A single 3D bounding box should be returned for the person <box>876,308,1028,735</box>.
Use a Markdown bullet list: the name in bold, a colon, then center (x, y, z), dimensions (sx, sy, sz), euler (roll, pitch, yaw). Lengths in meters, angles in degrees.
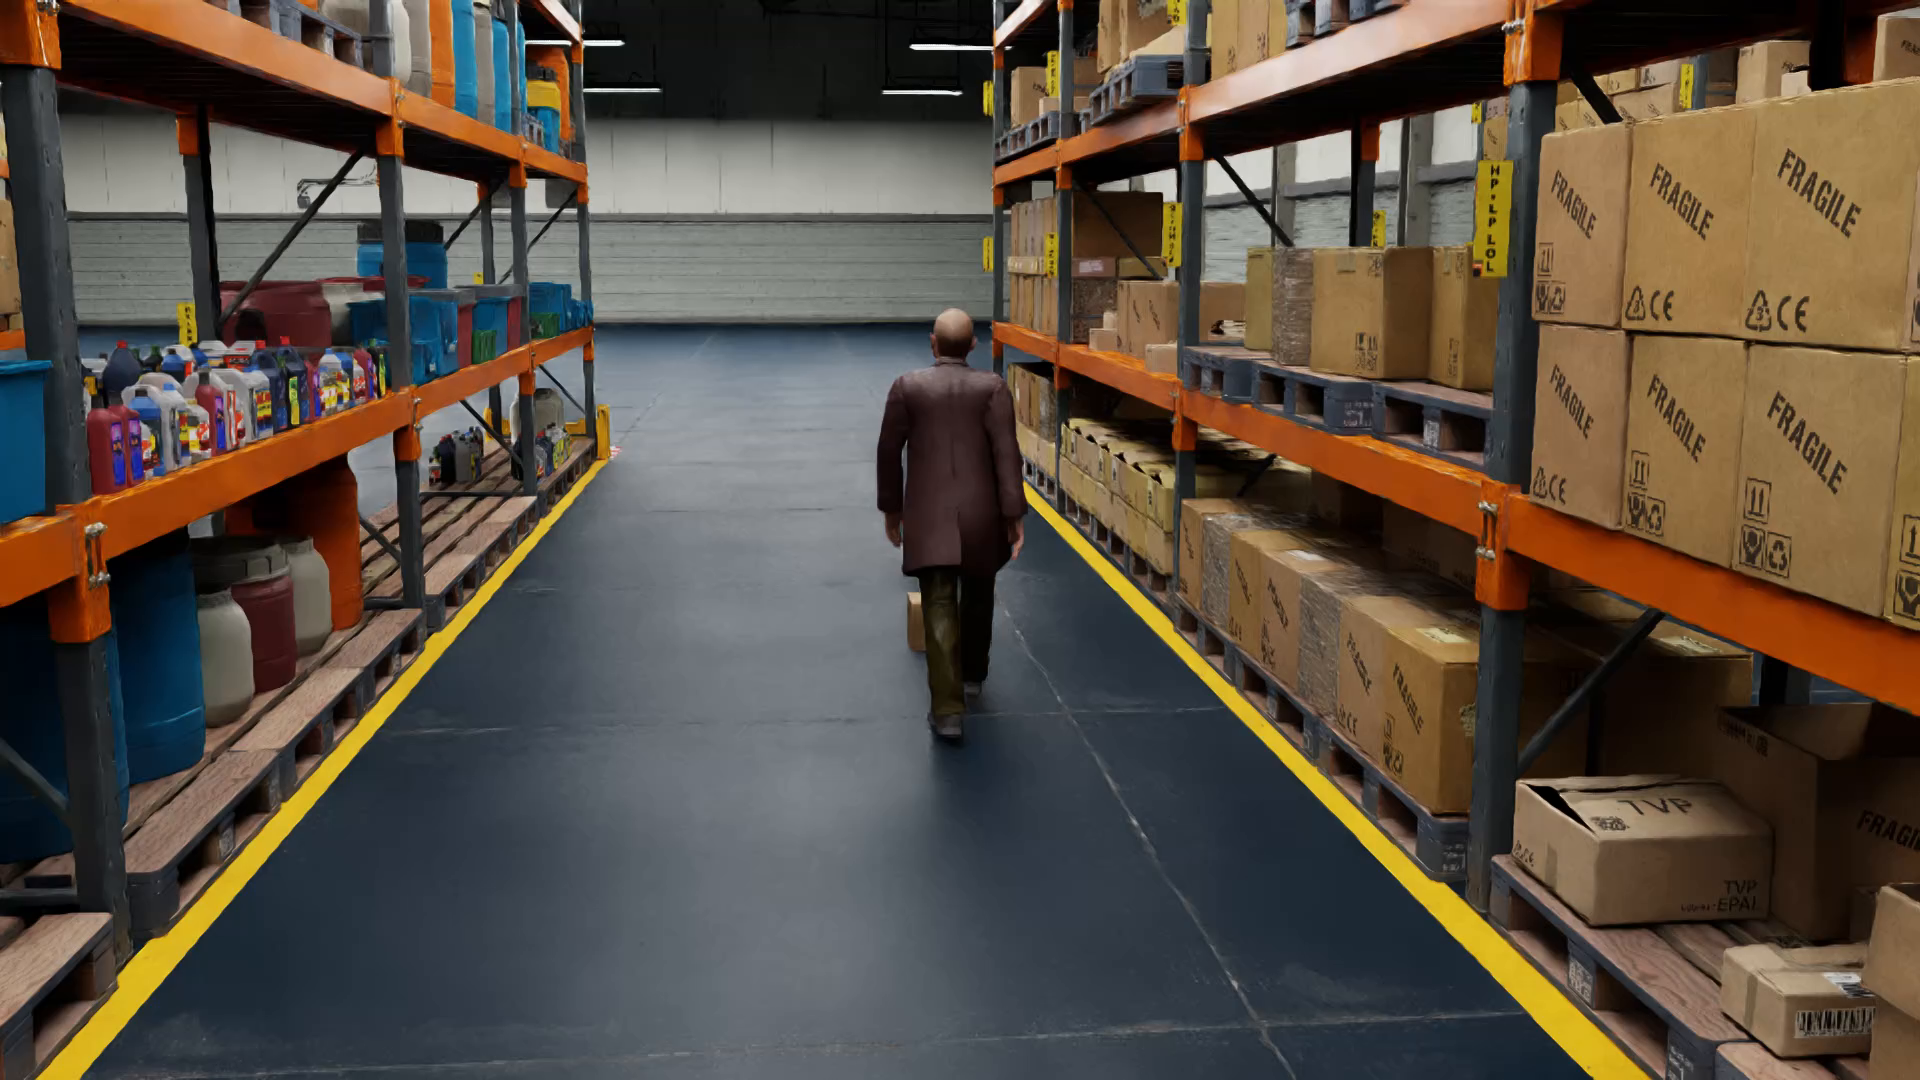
- **person**: center (-0.044, -0.123, 7.135), dimensions (0.624, 1.724, 1.029), euler (-1, 10, -4)
